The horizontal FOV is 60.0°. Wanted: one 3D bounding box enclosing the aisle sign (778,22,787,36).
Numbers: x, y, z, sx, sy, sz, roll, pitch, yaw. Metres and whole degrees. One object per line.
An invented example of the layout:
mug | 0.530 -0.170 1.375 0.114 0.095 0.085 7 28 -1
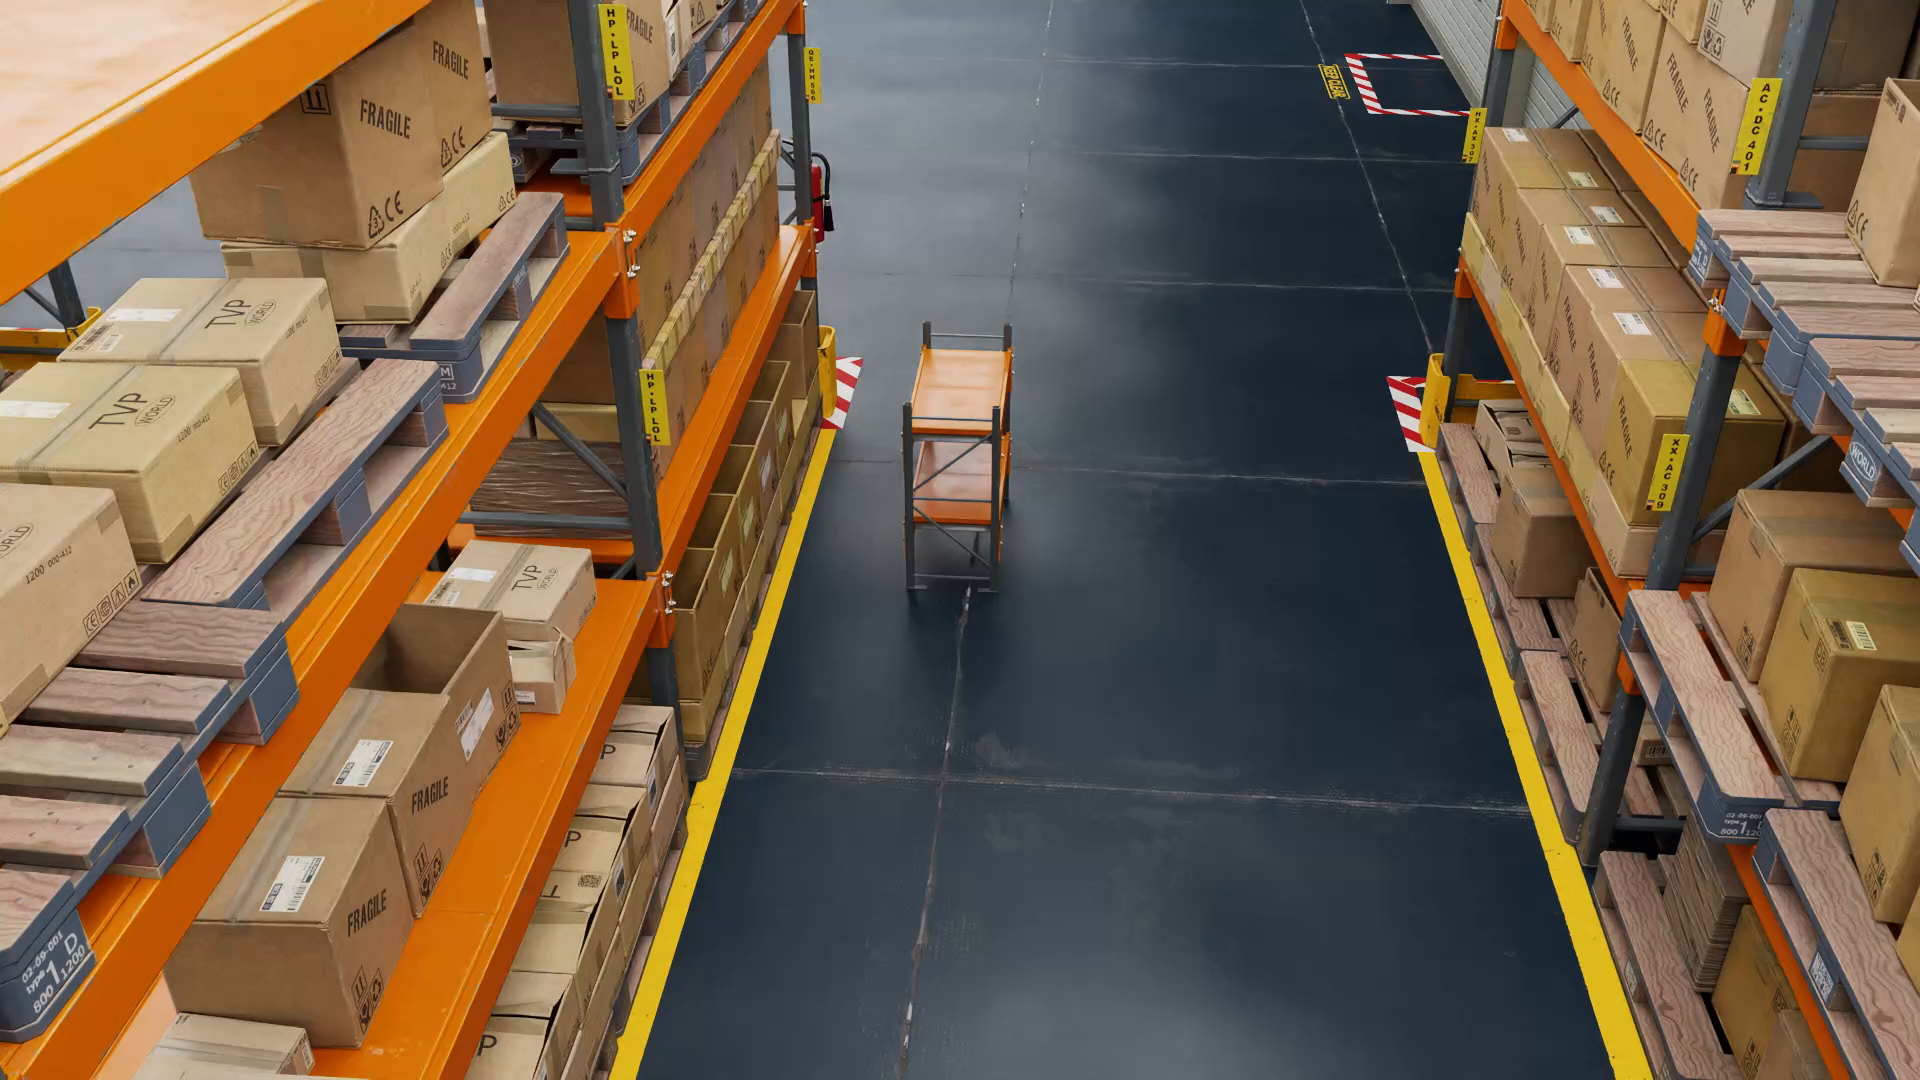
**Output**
aisle sign | -1.109 -3.294 9.538 0.394 0.787 0.004 2 32 4

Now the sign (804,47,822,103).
sign | -0.868 -2.728 9.769 0.100 0.325 0.005 2 32 4

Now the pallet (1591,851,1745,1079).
pallet | 3.143 1.730 6.521 1.003 0.211 1.213 2 32 4

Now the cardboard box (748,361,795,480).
cardboard box | -1.221 -0.676 9.274 0.500 0.500 0.500 2 32 4

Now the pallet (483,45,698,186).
pallet | -1.689 -1.760 6.752 1.003 0.211 1.213 2 32 4

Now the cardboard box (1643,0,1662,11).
cardboard box | 3.041 -2.452 6.723 0.500 0.500 0.500 1 32 2

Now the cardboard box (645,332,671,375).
cardboard box | -1.478 -0.791 7.241 0.380 0.149 0.250 2 32 3

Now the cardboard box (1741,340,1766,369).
cardboard box | 3.497 -0.635 7.111 0.500 0.500 0.500 2 32 4

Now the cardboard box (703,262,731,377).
cardboard box | -1.581 -1.154 8.449 0.700 0.500 0.500 3 32 5

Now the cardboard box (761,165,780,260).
cardboard box | -1.458 -1.964 9.763 0.700 0.500 0.500 2 32 4

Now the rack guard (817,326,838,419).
rack guard | -1.405 -1.113 10.861 1.175 0.500 0.348 2 32 4

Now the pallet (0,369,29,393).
pallet | -6.375 -0.725 10.506 1.003 0.211 1.213 2 32 4

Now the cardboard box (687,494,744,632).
cardboard box | -1.350 0.108 8.001 0.500 0.500 0.500 2 32 4

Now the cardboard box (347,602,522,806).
cardboard box | -1.855 0.560 5.667 0.500 0.500 0.500 5 32 8

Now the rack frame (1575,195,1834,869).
rack frame | 3.205 0.136 6.450 1.000 3.000 0.127 2 32 4

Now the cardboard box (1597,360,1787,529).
cardboard box | 2.935 -0.388 6.710 0.500 0.500 0.500 2 32 4

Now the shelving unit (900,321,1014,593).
shelving unit | -0.001 -0.475 9.229 0.538 1.125 1.048 2 32 4

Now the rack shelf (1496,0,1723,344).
rack shelf | 3.367 -1.880 7.549 1.077 0.370 4.000 2 32 4

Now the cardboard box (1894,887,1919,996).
cardboard box | 2.987 1.099 4.373 0.700 0.500 0.500 2 32 4

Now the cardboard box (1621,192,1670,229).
cardboard box | 3.615 -1.430 8.401 0.500 0.500 0.500 2 32 3

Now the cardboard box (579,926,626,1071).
cardboard box | -1.562 1.680 6.166 0.500 0.250 0.500 3 32 5

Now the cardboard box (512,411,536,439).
cardboard box | -1.924 -0.544 6.840 0.380 0.149 0.250 2 32 4

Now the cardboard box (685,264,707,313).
cardboard box | -1.417 -1.198 7.902 0.380 0.149 0.250 2 32 3

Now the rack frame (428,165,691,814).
rack frame | -1.733 -0.073 6.790 1.000 3.000 0.127 2 32 4

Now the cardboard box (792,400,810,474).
cardboard box | -1.185 -0.618 9.895 0.500 0.250 0.500 2 32 4

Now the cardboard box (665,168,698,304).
cardboard box | -1.622 -1.427 7.654 0.700 0.500 0.500 2 32 4

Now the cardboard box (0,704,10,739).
cardboard box | -2.078 0.387 2.928 0.500 0.250 0.500 0 32 0

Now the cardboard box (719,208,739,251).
cardboard box | -1.352 -1.599 8.552 0.380 0.149 0.250 3 32 5

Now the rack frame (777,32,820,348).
rack frame | -1.407 -2.165 10.184 1.000 3.000 0.127 2 32 4

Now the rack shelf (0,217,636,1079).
rack shelf | -1.896 0.002 4.495 1.077 0.370 4.000 2 32 4

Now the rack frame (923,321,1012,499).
rack frame | 0.041 -0.741 9.661 0.500 1.125 0.032 2 32 4

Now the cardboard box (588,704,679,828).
cardboard box | -1.480 0.904 6.891 0.500 0.311 0.500 2 32 4

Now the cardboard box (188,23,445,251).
cardboard box | -1.846 -1.165 4.730 0.500 0.500 0.500 5 32 9

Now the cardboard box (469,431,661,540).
cardboard box | -1.703 -0.348 7.141 0.700 0.500 0.500 2 32 3

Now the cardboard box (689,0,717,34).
cardboard box | -1.473 -2.489 7.218 0.797 0.503 0.637 6 32 9

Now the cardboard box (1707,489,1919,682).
cardboard box | 3.129 0.171 5.879 0.700 0.500 0.500 3 32 4

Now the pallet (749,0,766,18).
pallet | -1.491 -3.036 8.822 1.003 0.211 1.213 2 32 4

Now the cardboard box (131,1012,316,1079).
cardboard box | -2.011 1.456 4.548 0.380 0.149 0.250 5 32 8

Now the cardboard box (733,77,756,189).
cardboard box | -1.500 -2.213 8.931 0.700 0.500 0.500 2 32 3

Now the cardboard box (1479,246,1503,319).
cardboard box | 3.146 -1.386 9.045 0.500 0.250 0.500 2 32 2

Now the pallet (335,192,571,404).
pallet | -1.792 -0.807 5.304 0.805 0.209 1.217 1 32 2

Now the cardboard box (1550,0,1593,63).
cardboard box | 3.136 -2.568 7.865 0.500 0.500 0.500 4 32 6

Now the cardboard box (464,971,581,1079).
cardboard box | -1.604 1.699 5.600 0.500 0.311 0.500 2 32 3

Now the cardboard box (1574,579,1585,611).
cardboard box | 3.355 0.327 8.438 0.380 0.149 0.250 0 32 0

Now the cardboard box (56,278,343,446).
cardboard box | -1.950 -0.468 4.315 0.500 0.250 0.500 0 32 0

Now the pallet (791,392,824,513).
pallet | -1.428 -0.576 10.264 1.003 0.211 1.213 2 32 4

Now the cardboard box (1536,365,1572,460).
cardboard box | 3.015 -0.593 7.757 0.500 0.250 0.500 2 32 4

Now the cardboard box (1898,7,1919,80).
cardboard box | 3.529 -1.862 5.765 0.500 0.500 0.500 3 32 5

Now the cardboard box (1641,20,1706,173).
cardboard box | 3.053 -1.730 6.506 0.500 0.500 0.500 0 32 0

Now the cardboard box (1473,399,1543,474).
cardboard box | 3.384 -0.640 9.853 0.500 0.311 0.500 -1 32 -2

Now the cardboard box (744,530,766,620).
cardboard box | -1.301 0.166 8.622 0.500 0.250 0.500 2 32 4

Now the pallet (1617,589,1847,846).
pallet | 2.997 0.611 5.862 1.003 0.211 1.213 2 32 4

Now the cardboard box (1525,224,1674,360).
cardboard box | 3.063 -1.184 8.002 0.500 0.500 0.500 3 32 6

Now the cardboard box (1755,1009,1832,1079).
cardboard box | 3.087 1.936 5.493 0.700 0.500 0.500 3 32 5

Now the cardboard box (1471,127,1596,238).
cardboard box | 3.192 -1.983 9.297 0.500 0.500 0.500 2 32 4

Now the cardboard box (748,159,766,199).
cardboard box | -1.289 -2.005 9.211 0.380 0.149 0.250 2 32 3

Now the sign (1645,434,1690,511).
sign | 2.663 -0.252 6.254 0.100 0.325 0.005 2 32 4
